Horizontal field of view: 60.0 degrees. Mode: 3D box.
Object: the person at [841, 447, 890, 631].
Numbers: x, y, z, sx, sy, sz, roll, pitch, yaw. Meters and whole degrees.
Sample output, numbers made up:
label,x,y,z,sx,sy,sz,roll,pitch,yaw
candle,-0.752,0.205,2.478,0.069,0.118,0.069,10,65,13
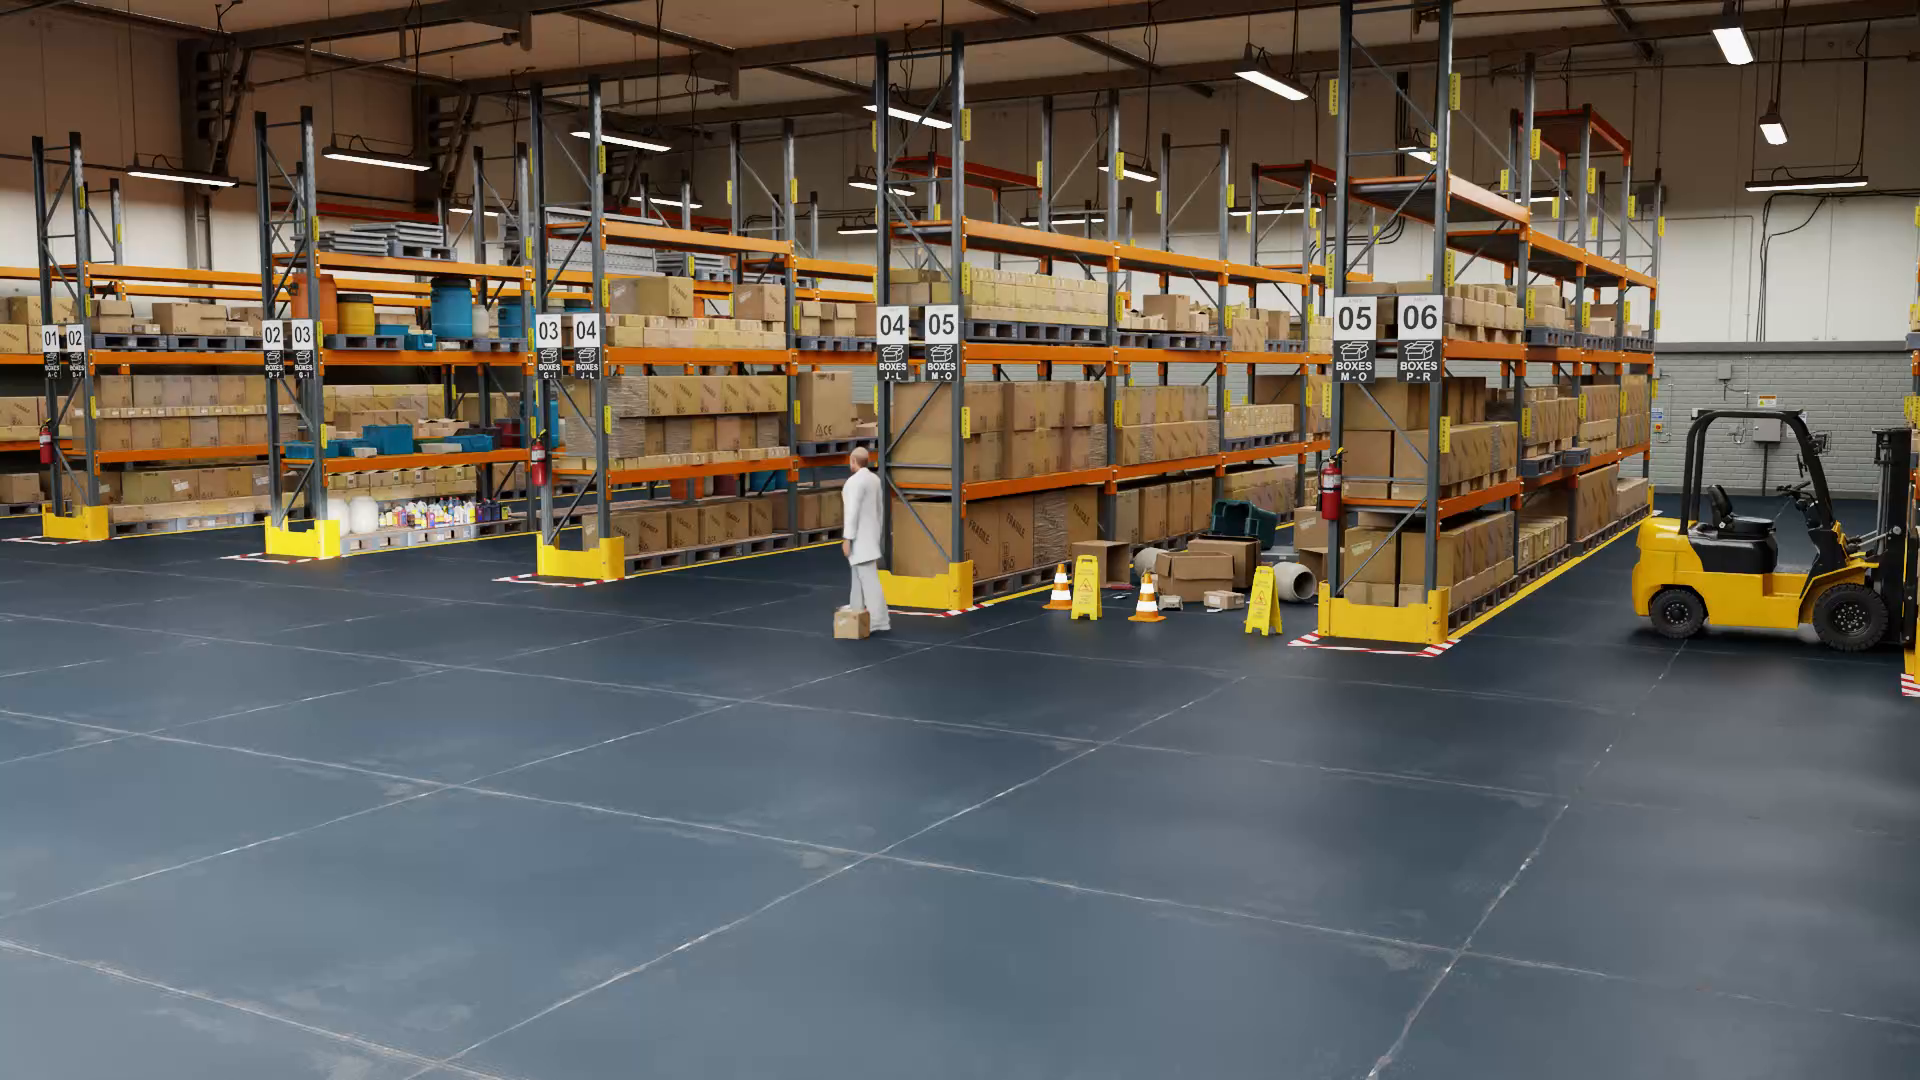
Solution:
label,x,y,z,sx,sy,sz,roll,pitch,yaw
person,-0.968,-0.012,16.131,0.691,1.777,0.652,2,6,18
